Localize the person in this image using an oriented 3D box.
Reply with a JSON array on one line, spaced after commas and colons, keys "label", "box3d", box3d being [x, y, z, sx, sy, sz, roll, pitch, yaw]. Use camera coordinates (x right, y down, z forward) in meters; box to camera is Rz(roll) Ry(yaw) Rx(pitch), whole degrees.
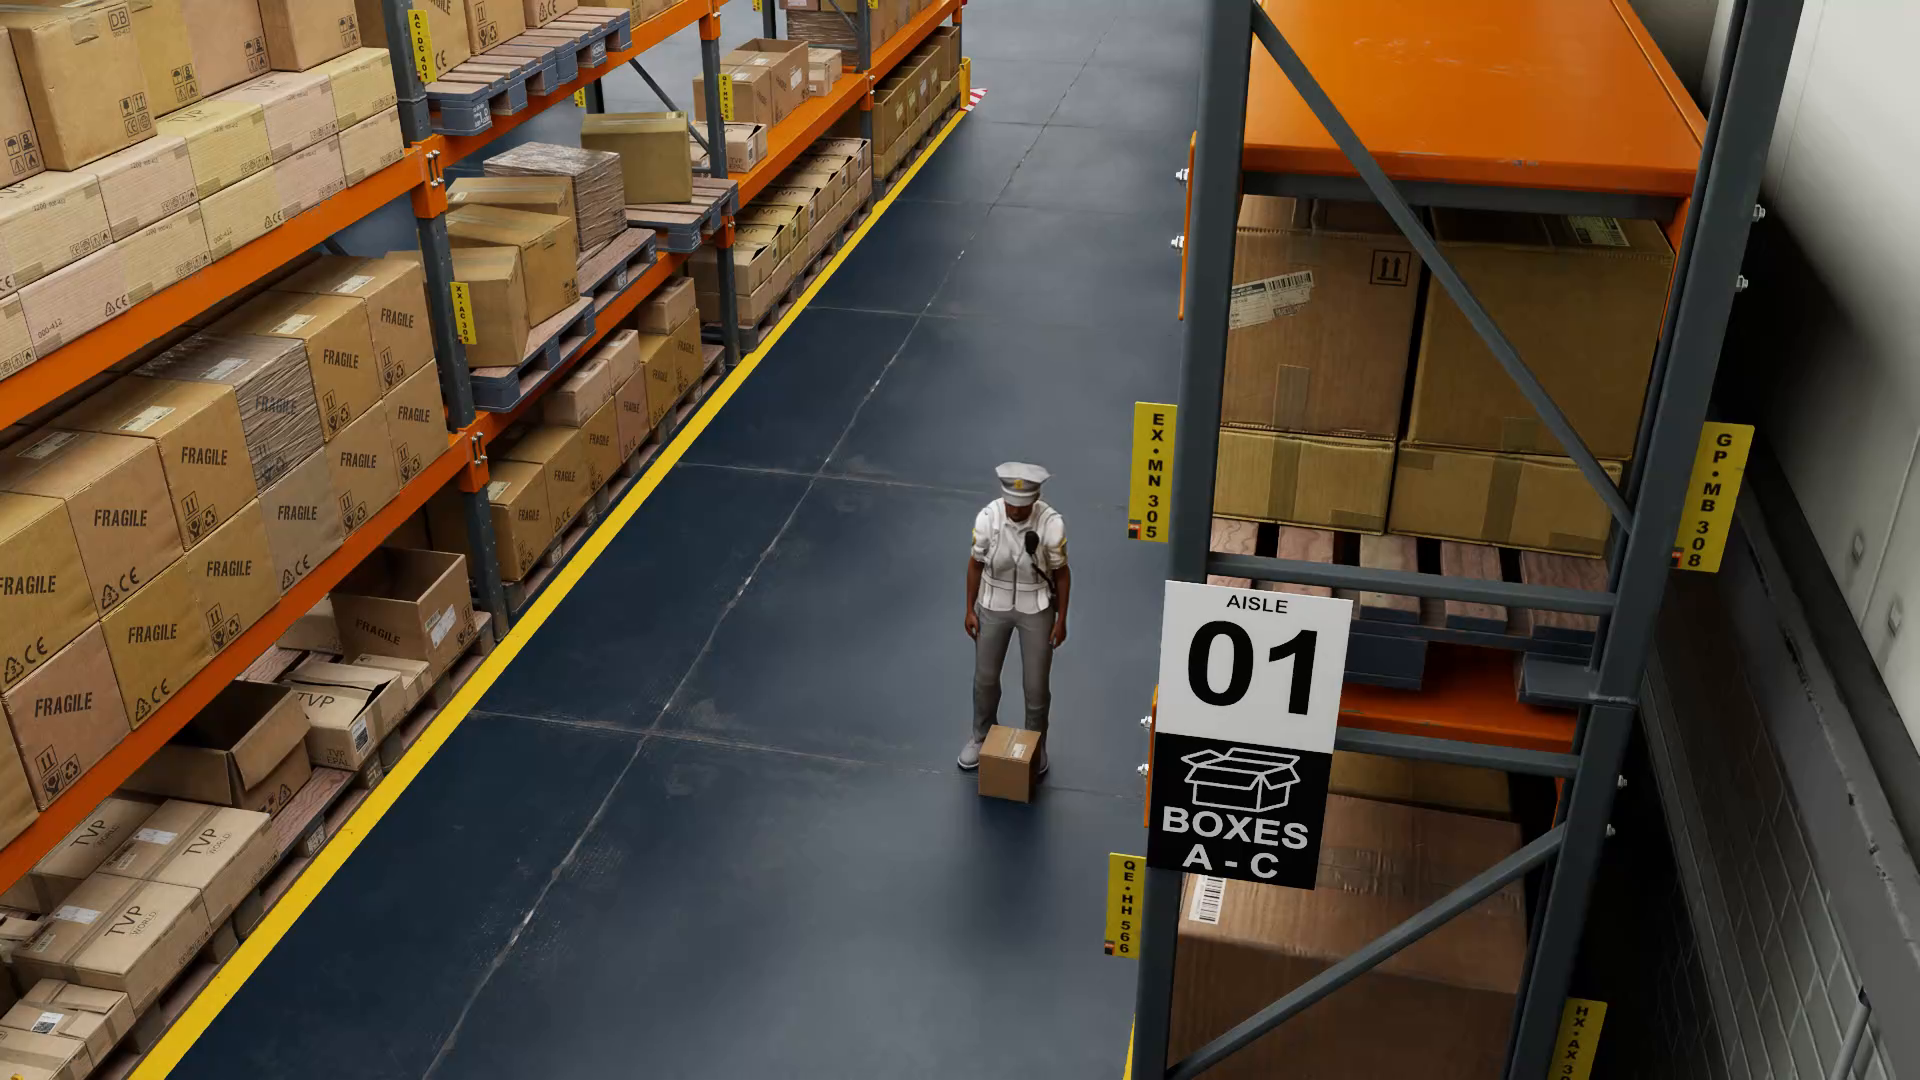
[{"label": "person", "box3d": [0.262, 0.361, 7.963, 0.515, 1.657, 0.400, 6, 29, 10]}]
